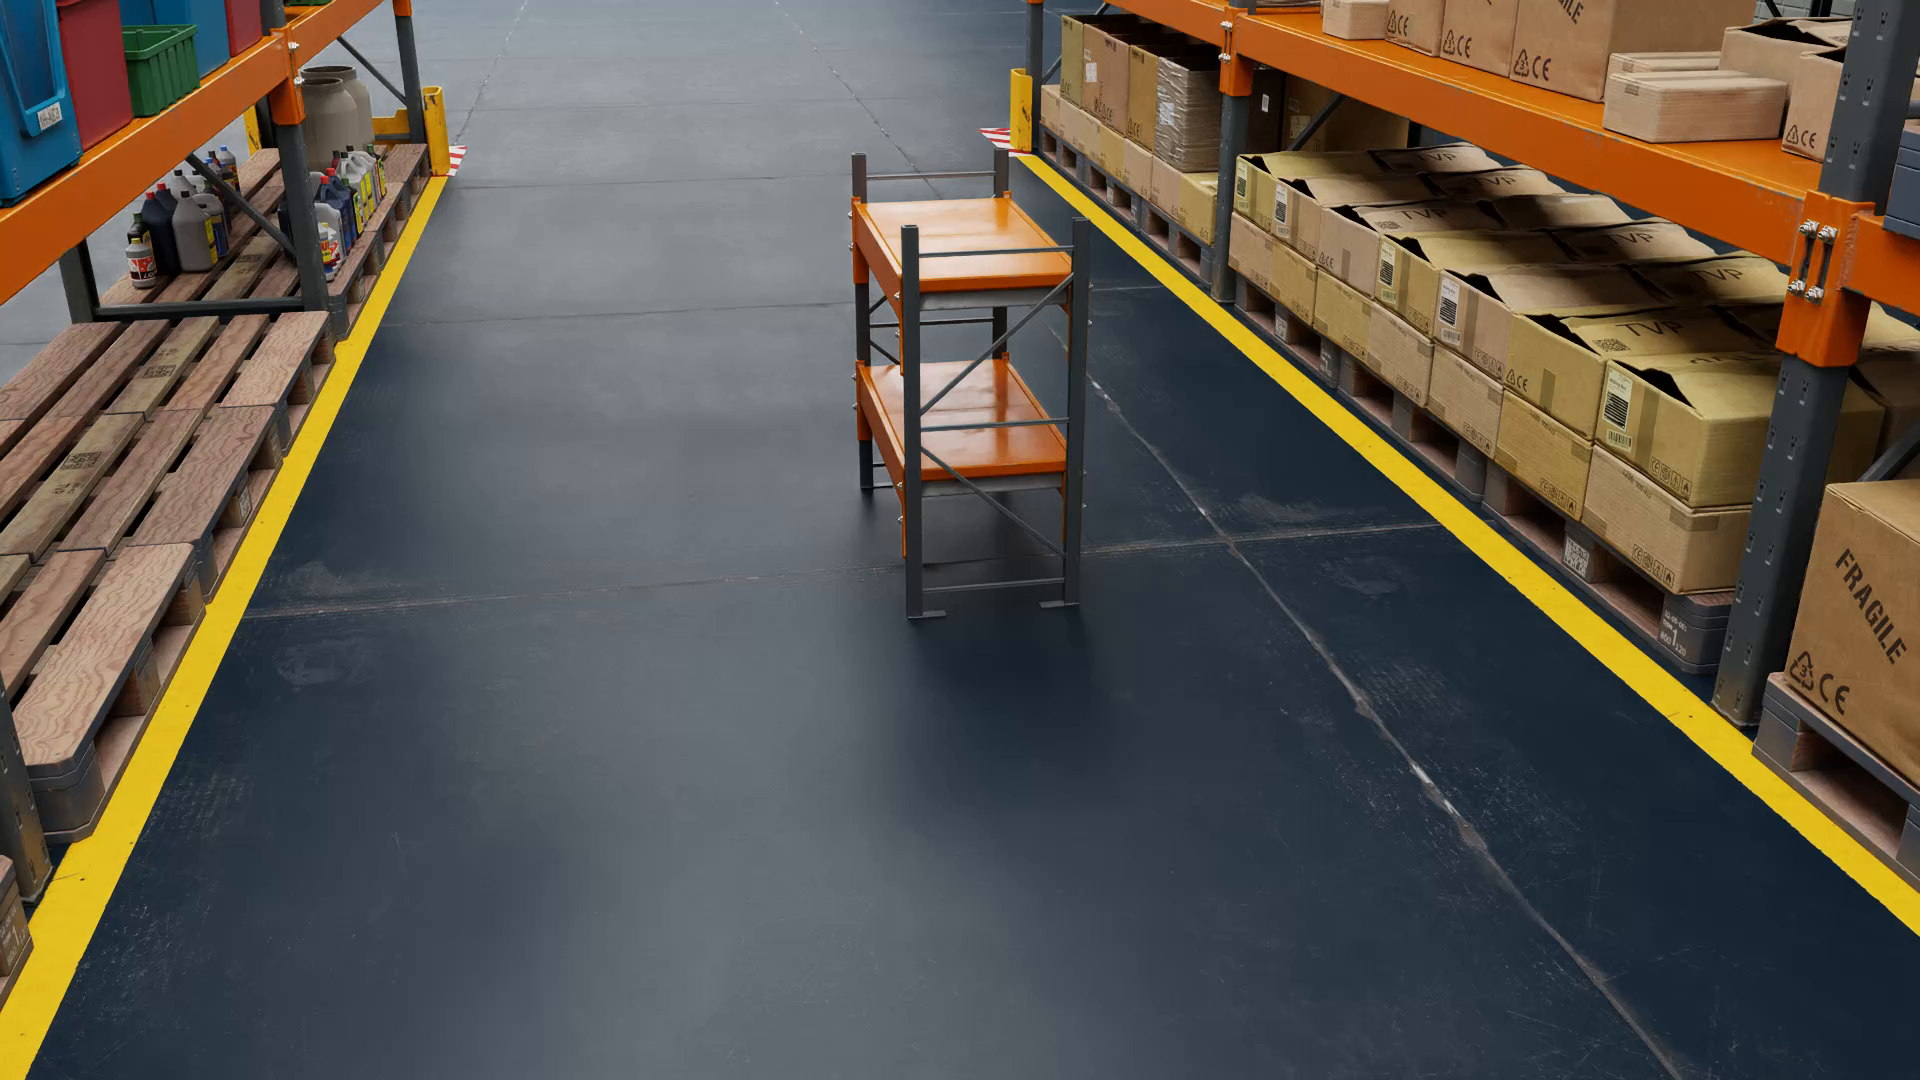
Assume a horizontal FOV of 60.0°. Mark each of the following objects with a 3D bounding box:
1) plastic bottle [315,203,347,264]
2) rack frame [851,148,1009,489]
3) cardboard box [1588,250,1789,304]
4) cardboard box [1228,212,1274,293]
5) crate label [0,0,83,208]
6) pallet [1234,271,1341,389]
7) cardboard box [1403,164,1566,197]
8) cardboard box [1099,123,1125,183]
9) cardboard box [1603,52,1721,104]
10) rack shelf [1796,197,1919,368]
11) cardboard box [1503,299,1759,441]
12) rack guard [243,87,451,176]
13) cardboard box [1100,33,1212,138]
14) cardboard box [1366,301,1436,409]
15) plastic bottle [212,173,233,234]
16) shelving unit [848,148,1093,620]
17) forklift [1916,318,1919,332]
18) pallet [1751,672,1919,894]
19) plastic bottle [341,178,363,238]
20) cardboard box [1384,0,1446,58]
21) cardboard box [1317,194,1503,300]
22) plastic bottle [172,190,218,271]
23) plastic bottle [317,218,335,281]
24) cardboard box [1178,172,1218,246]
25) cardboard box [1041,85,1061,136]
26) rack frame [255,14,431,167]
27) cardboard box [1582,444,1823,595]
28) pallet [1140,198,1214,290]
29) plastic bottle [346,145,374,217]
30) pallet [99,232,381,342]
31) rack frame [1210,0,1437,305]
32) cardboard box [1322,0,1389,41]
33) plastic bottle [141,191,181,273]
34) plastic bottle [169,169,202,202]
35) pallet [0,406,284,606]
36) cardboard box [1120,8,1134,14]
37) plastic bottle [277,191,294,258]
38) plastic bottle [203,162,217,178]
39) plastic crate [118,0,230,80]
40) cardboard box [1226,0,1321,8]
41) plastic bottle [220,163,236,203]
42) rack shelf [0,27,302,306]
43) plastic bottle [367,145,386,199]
[{"bbox_3d":[-2.896,-1.403,7.569,0.152,0.276,0.135,-3,24,-8],"label":"plastic bottle"},{"bbox_3d":[-0.093,-0.713,5.477,0.500,1.125,0.032,-4,24,-10],"label":"rack frame"},{"bbox_3d":[2.421,-0.783,5.504,0.500,0.311,0.500,-5,24,-11],"label":"cardboard box"},{"bbox_3d":[1.518,-1.288,7.361,0.500,0.250,0.500,-5,24,-11],"label":"cardboard box"},{"bbox_3d":[-2.360,-1.021,3.795,0.502,0.435,0.616,-4,24,-10],"label":"crate label"},{"bbox_3d":[1.862,-0.967,7.201,1.003,0.211,1.213,-4,24,-10],"label":"pallet"},{"bbox_3d":[2.146,-1.379,6.870,0.500,0.311,0.500,-4,24,-8],"label":"cardboard box"},{"bbox_3d":[1.104,-2.220,9.497,0.500,0.250,0.500,-4,24,-10],"label":"cardboard box"},{"bbox_3d":[2.136,-1.341,4.887,0.380,0.149,0.250,-3,24,-6],"label":"cardboard box"},{"bbox_3d":[2.797,0.158,2.040,1.077,0.370,4.000,-4,24,-10],"label":"rack shelf"},{"bbox_3d":[1.985,-0.540,4.948,0.500,0.311,0.500,-5,24,-11],"label":"cardboard box"},{"bbox_3d":[-3.861,-2.568,10.506,1.175,0.500,0.348,-4,24,-10],"label":"rack guard"},{"bbox_3d":[1.103,-2.564,9.347,0.500,0.500,0.500,-4,24,-10],"label":"cardboard box"},{"bbox_3d":[1.803,-0.683,5.976,0.500,0.250,0.500,-4,24,-9],"label":"cardboard box"},{"bbox_3d":[-3.601,-1.631,8.080,0.061,0.283,0.133,-4,24,-10],"label":"plastic bottle"},{"bbox_3d":[0.001,-0.513,5.019,0.538,1.125,1.048,-4,24,-10],"label":"shelving unit"},{"bbox_3d":[4.760,-1.545,5.125,1.130,2.935,3.031,-5,24,-11],"label":"forklift"},{"bbox_3d":[2.528,0.616,3.577,1.003,0.211,1.213,-4,24,-10],"label":"pallet"},{"bbox_3d":[-2.947,-1.614,8.043,0.061,0.283,0.133,-3,24,-7],"label":"plastic bottle"},{"bbox_3d":[1.911,-2.067,6.111,0.500,0.500,0.500,-3,24,-6],"label":"cardboard box"},{"bbox_3d":[1.703,-1.140,6.322,0.500,0.311,0.500,-5,24,-11],"label":"cardboard box"},{"bbox_3d":[-3.442,-1.397,7.462,0.144,0.351,0.185,-4,24,-10],"label":"plastic bottle"},{"bbox_3d":[-2.810,-1.276,7.283,0.097,0.271,0.097,0,24,0],"label":"plastic bottle"},{"bbox_3d":[1.387,-1.631,8.147,0.500,0.250,0.500,-4,24,-10],"label":"cardboard box"},{"bbox_3d":[0.828,-2.810,10.848,0.500,0.250,0.500,-4,24,-10],"label":"cardboard box"},{"bbox_3d":[-3.921,-3.740,10.066,1.000,3.000,0.127,-4,24,-10],"label":"rack frame"},{"bbox_3d":[2.090,-0.080,4.596,0.500,0.250,0.500,-4,24,-8],"label":"cardboard box"},{"bbox_3d":[1.581,-1.570,8.581,1.003,0.211,1.213,-4,24,-10],"label":"pallet"},{"bbox_3d":[-3.071,-1.817,8.424,0.144,0.351,0.185,-3,24,-8],"label":"plastic bottle"},{"bbox_3d":[-3.265,-1.156,7.634,1.003,0.211,1.213,-4,24,-10],"label":"pallet"},{"bbox_3d":[1.687,-2.532,7.300,1.000,3.000,0.127,-4,24,-10],"label":"rack frame"},{"bbox_3d":[1.650,-2.053,6.518,0.380,0.149,0.250,-4,24,-10],"label":"cardboard box"},{"bbox_3d":[-3.584,-1.387,7.437,0.144,0.351,0.185,-5,24,-11],"label":"plastic bottle"},{"bbox_3d":[-3.679,-1.589,7.901,0.144,0.351,0.185,-4,24,-10],"label":"plastic bottle"},{"bbox_3d":[-2.769,-0.102,5.220,1.003,0.211,1.213,-4,24,-10],"label":"pallet"},{"bbox_3d":[1.339,-3.193,10.786,0.500,0.500,0.500,-4,24,-10],"label":"cardboard box"},{"bbox_3d":[-3.065,-1.492,7.679,0.144,0.351,0.185,-4,24,-10],"label":"plastic bottle"},{"bbox_3d":[-3.810,-1.781,8.440,0.097,0.271,0.097,0,24,0],"label":"plastic bottle"},{"bbox_3d":[-2.672,-1.749,5.526,0.392,0.384,0.575,-4,24,-10],"label":"plastic crate"},{"bbox_3d":[1.599,-2.752,7.678,0.700,0.500,0.500,-5,24,-11],"label":"cardboard box"},{"bbox_3d":[-3.873,-1.883,8.759,0.097,0.201,0.097,0,24,0],"label":"plastic bottle"},{"bbox_3d":[-2.812,-1.051,4.807,1.077,0.370,4.000,-4,24,-10],"label":"rack shelf"},{"bbox_3d":[-3.111,-1.963,8.840,0.061,0.283,0.133,-4,24,-8],"label":"plastic bottle"}]
